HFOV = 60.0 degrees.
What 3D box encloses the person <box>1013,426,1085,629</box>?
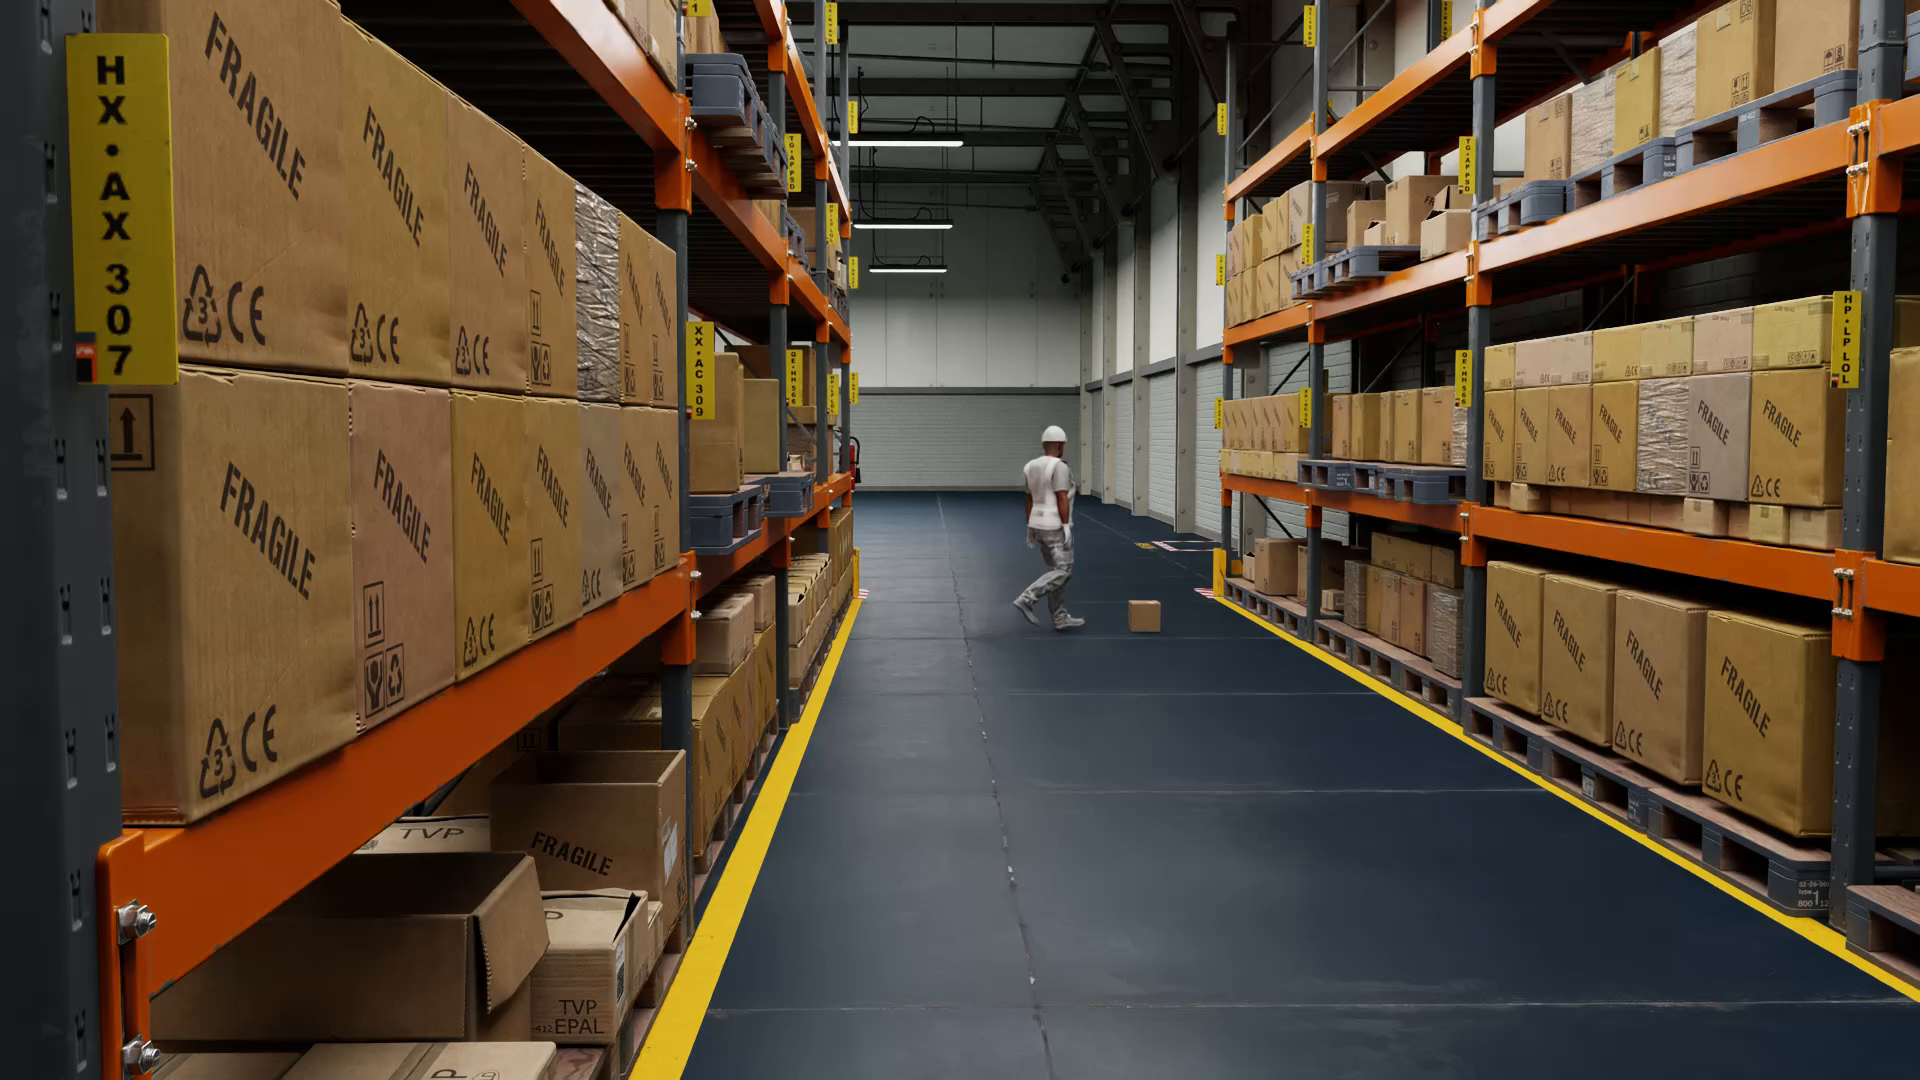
[{"bbox_3d":[0.781,-0.097,14.403,0.779,1.774,0.592,-2,4,-28],"label":"person"}]
